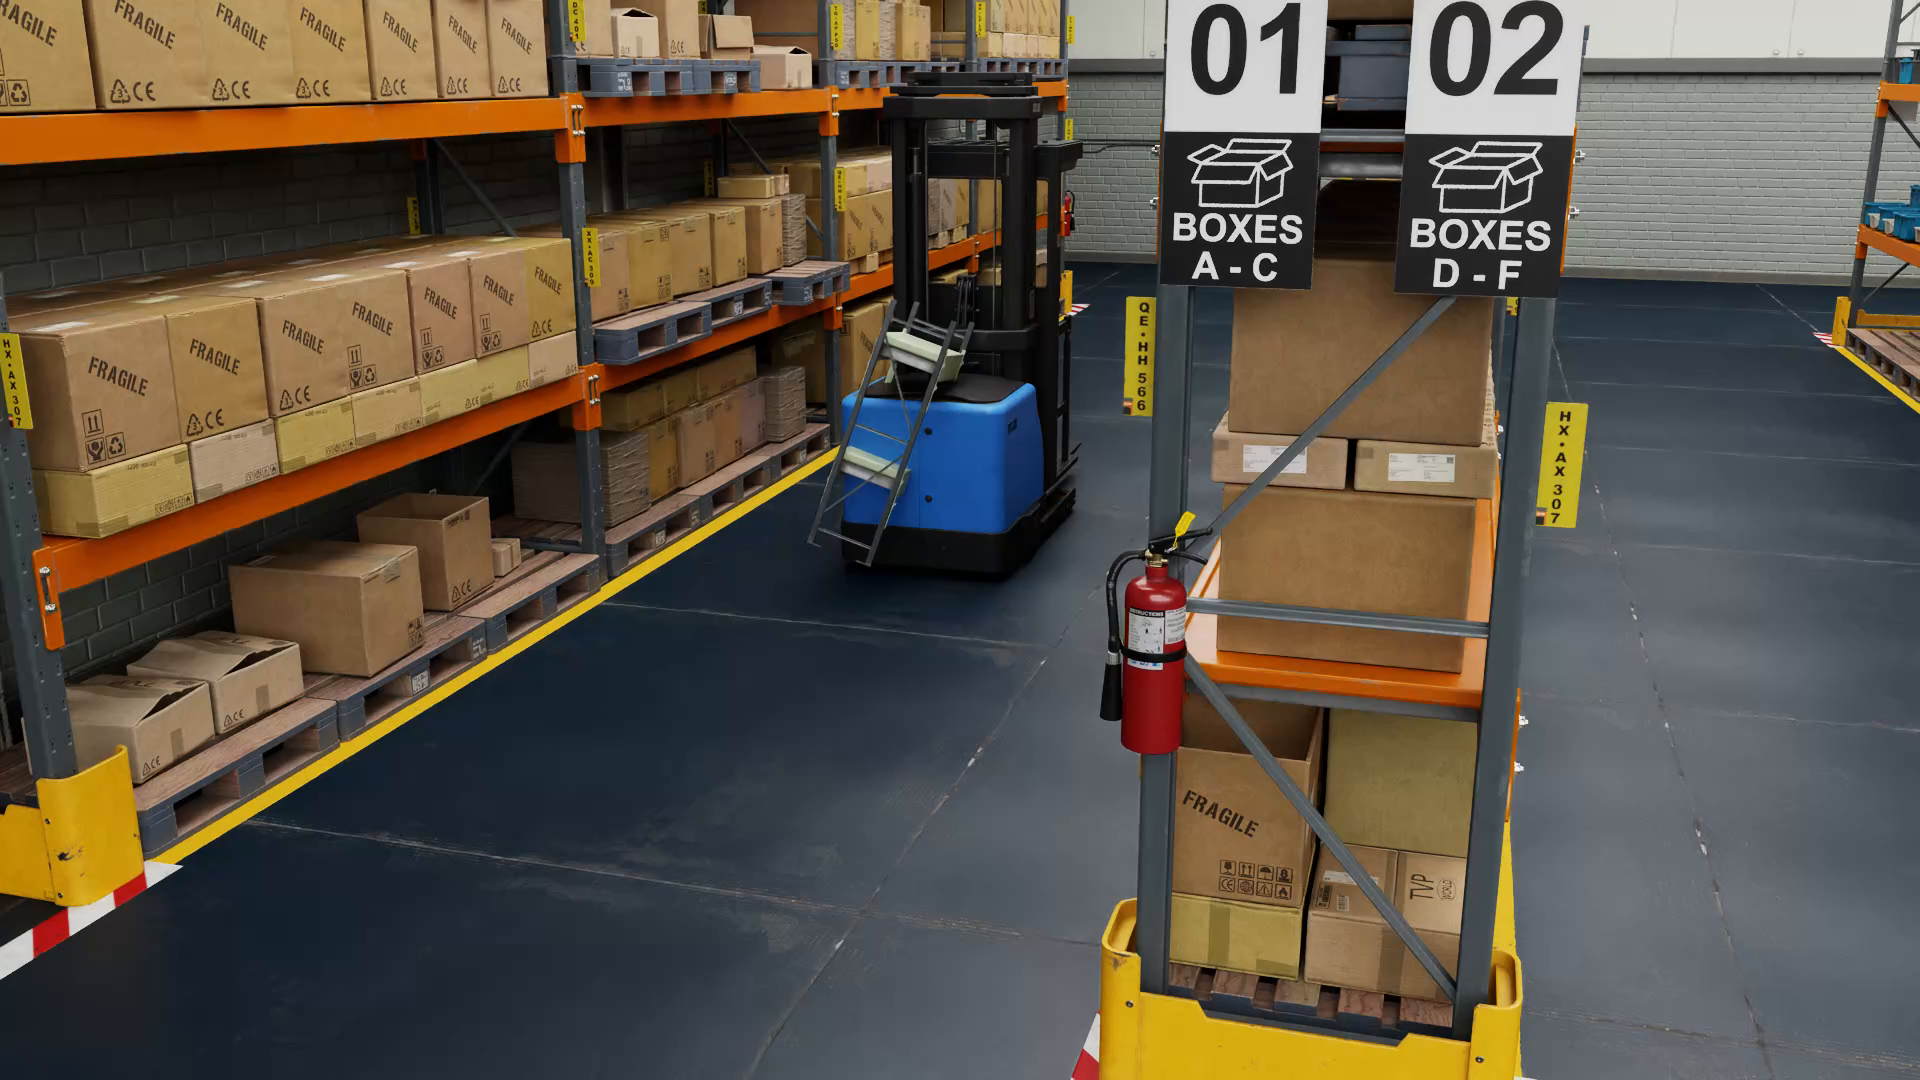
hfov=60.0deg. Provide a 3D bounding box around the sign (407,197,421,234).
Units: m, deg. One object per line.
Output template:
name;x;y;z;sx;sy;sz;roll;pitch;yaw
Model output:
sign;-3.131;-1.811;9.594;0.100;0.325;0.005;5;16;16

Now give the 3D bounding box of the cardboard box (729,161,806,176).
cardboard box;-1.581;-2.958;13.623;0.500;0.250;0.500;5;17;17

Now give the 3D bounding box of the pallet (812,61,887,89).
pallet;-1.329;-3.783;13.518;1.213;0.211;1.003;5;17;18

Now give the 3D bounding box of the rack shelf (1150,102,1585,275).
rack shelf;1.584;-1.402;6.096;1.077;0.370;4.000;5;16;16

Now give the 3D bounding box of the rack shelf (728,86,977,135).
rack shelf;-0.893;-3.878;14.826;1.077;0.370;4.000;5;16;16

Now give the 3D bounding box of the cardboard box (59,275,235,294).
cardboard box;-3.509;-0.869;7.262;0.500;0.500;0.500;4;16;14

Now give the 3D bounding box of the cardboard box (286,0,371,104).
cardboard box;-2.938;-2.149;7.194;0.500;0.500;0.500;6;17;19

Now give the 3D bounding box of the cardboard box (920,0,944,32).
cardboard box;-0.350;-5.487;17.128;0.500;0.500;0.500;4;16;15

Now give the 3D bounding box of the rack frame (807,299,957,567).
rack frame;-0.456;-0.610;9.587;0.400;1.500;0.023;21;10;6

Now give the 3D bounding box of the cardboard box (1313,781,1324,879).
cardboard box;1.015;1.044;5.921;0.500;0.250;0.500;5;16;16

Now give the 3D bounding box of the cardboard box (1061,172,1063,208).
cardboard box;0.677;-4.361;20.158;0.980;0.700;0.700;5;17;18

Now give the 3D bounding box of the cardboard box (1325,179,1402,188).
cardboard box;2.032;-1.384;7.651;0.700;0.500;0.500;5;17;16

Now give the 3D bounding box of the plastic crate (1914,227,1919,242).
plastic crate;9.381;-2.917;15.990;0.293;0.136;0.466;5;16;16

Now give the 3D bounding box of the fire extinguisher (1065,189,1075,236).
fire extinguisher;1.297;-4.138;20.746;0.296;0.674;0.183;5;16;16

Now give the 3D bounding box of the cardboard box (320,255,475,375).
cardboard box;-2.726;-1.100;8.074;0.500;0.500;0.500;4;16;14

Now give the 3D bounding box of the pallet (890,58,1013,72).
pallet;-0.082;-4.918;17.337;1.003;0.211;1.213;5;16;16

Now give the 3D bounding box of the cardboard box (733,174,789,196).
cardboard box;-1.531;-2.737;12.804;0.380;0.149;0.250;2;16;9

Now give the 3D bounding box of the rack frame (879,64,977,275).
rack frame;-0.325;-3.304;16.982;1.000;3.000;0.127;5;16;16

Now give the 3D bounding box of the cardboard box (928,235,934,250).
cardboard box;-0.467;-2.818;15.692;0.380;0.149;0.250;5;16;16

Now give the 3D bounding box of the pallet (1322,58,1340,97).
pallet;1.586;-1.685;5.940;1.003;0.211;1.213;5;16;16

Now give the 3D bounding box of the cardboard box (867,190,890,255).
cardboard box;-0.920;-2.702;14.094;0.500;0.500;0.500;5;17;18

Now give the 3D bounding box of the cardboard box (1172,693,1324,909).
cardboard box;0.883;0.815;5.354;0.500;0.500;0.500;5;16;16

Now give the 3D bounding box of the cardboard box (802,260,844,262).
cardboard box;-1.146;-2.215;13.565;0.380;0.149;0.250;4;16;15

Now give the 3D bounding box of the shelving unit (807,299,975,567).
shelving unit;-0.401;-0.654;9.946;0.431;1.500;0.755;21;10;6

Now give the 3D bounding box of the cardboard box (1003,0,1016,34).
cardboard box;0.287;-5.586;17.477;0.500;0.500;0.500;4;16;15

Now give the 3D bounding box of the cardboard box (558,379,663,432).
cardboard box;-2.283;-0.891;10.873;0.500;0.250;0.500;4;16;15

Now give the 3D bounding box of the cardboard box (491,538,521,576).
cardboard box;-2.721;0.082;9.428;0.380;0.166;0.250;2;16;9

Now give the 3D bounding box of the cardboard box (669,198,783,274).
cardboard box;-1.718;-2.246;12.260;0.700;0.500;0.500;3;16;11

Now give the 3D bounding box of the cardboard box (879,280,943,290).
cardboard box;-0.634;-2.059;15.763;0.750;0.750;0.750;5;17;18

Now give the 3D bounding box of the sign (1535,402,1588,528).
sign;1.546;-0.192;4.277;0.100;0.325;0.005;5;16;16

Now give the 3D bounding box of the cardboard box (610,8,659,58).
cardboard box;-2.191;-3.112;10.199;0.500;0.311;0.500;5;17;18

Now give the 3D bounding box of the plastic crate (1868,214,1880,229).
plastic crate;9.754;-3.368;17.580;0.250;0.136;0.298;5;16;16

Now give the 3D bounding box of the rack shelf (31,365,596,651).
rack shelf;-3.166;-0.342;7.857;1.077;0.370;4.000;5;16;16

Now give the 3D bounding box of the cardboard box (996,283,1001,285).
cardboard box;0.132;-2.623;18.390;0.700;0.500;0.500;4;16;15

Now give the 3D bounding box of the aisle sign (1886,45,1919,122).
aisle sign;10.046;-4.875;17.756;0.394;0.787;0.004;5;16;16

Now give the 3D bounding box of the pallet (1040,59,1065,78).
pallet;0.611;-5.556;19.587;1.003;0.211;1.213;5;16;16

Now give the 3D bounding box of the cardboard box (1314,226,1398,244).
cardboard box;1.320;-0.727;5.335;0.700;0.500;0.500;4;16;14

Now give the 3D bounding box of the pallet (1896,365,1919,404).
pallet;9.346;-1.390;15.343;1.003;0.211;1.213;5;16;16

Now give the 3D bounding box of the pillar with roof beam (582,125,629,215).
pillar with roof beam;1.467;-4.537;10.335;9.100;9.000;0.400;5;16;16

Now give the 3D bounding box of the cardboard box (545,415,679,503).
cardboard box;-2.306;-0.553;11.058;0.700;0.500;0.500;4;16;15

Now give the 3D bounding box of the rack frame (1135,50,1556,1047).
rack frame;1.016;0.218;4.563;1.000;3.000;0.127;5;16;16

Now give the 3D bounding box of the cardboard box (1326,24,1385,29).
cardboard box;1.090;-1.744;5.232;0.500;0.250;0.500;5;16;16

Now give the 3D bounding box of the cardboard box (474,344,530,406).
cardboard box;-2.592;-0.872;8.644;0.500;0.250;0.500;5;17;16

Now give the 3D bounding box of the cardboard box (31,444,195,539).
cardboard box;-3.292;-0.205;6.295;0.500;0.250;0.500;4;16;14

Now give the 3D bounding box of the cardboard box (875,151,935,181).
cardboard box;-0.512;-3.457;15.383;0.500;0.250;0.500;5;17;17

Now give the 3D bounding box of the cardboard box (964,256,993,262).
cardboard box;0.194;-3.188;19.194;0.380;0.149;0.250;5;17;16

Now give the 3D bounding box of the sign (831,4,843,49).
sign;-0.942;-3.907;12.663;0.100;0.325;0.005;5;16;16

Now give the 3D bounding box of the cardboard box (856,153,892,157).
cardboard box;-0.656;-3.324;14.913;0.500;0.250;0.500;4;16;15

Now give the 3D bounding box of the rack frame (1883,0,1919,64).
rack frame;10.311;-6.469;17.145;1.000;3.000;0.127;5;16;16

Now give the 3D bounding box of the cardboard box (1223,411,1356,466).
cardboard box;1.015;-0.325;5.107;0.380;0.149;0.250;5;17;17

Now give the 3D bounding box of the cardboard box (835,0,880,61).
cardboard box;-1.109;-4.378;14.283;0.700;0.500;0.500;6;17;19

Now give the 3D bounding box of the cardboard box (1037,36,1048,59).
cardboard box;0.712;-5.623;18.984;0.500;0.250;0.500;4;16;14

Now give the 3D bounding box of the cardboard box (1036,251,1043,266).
cardboard box;0.775;-3.357;19.790;0.380;0.149;0.250;5;17;17

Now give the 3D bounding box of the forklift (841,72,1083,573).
forklift;0.174;-1.575;11.012;1.130;2.935;3.031;4;16;15

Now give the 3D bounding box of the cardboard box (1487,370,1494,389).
cardboard box;1.626;-0.498;5.716;0.380;0.149;0.250;4;16;14

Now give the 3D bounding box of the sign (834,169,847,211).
sign;-0.938;-2.737;13.006;0.100;0.325;0.005;5;16;16
